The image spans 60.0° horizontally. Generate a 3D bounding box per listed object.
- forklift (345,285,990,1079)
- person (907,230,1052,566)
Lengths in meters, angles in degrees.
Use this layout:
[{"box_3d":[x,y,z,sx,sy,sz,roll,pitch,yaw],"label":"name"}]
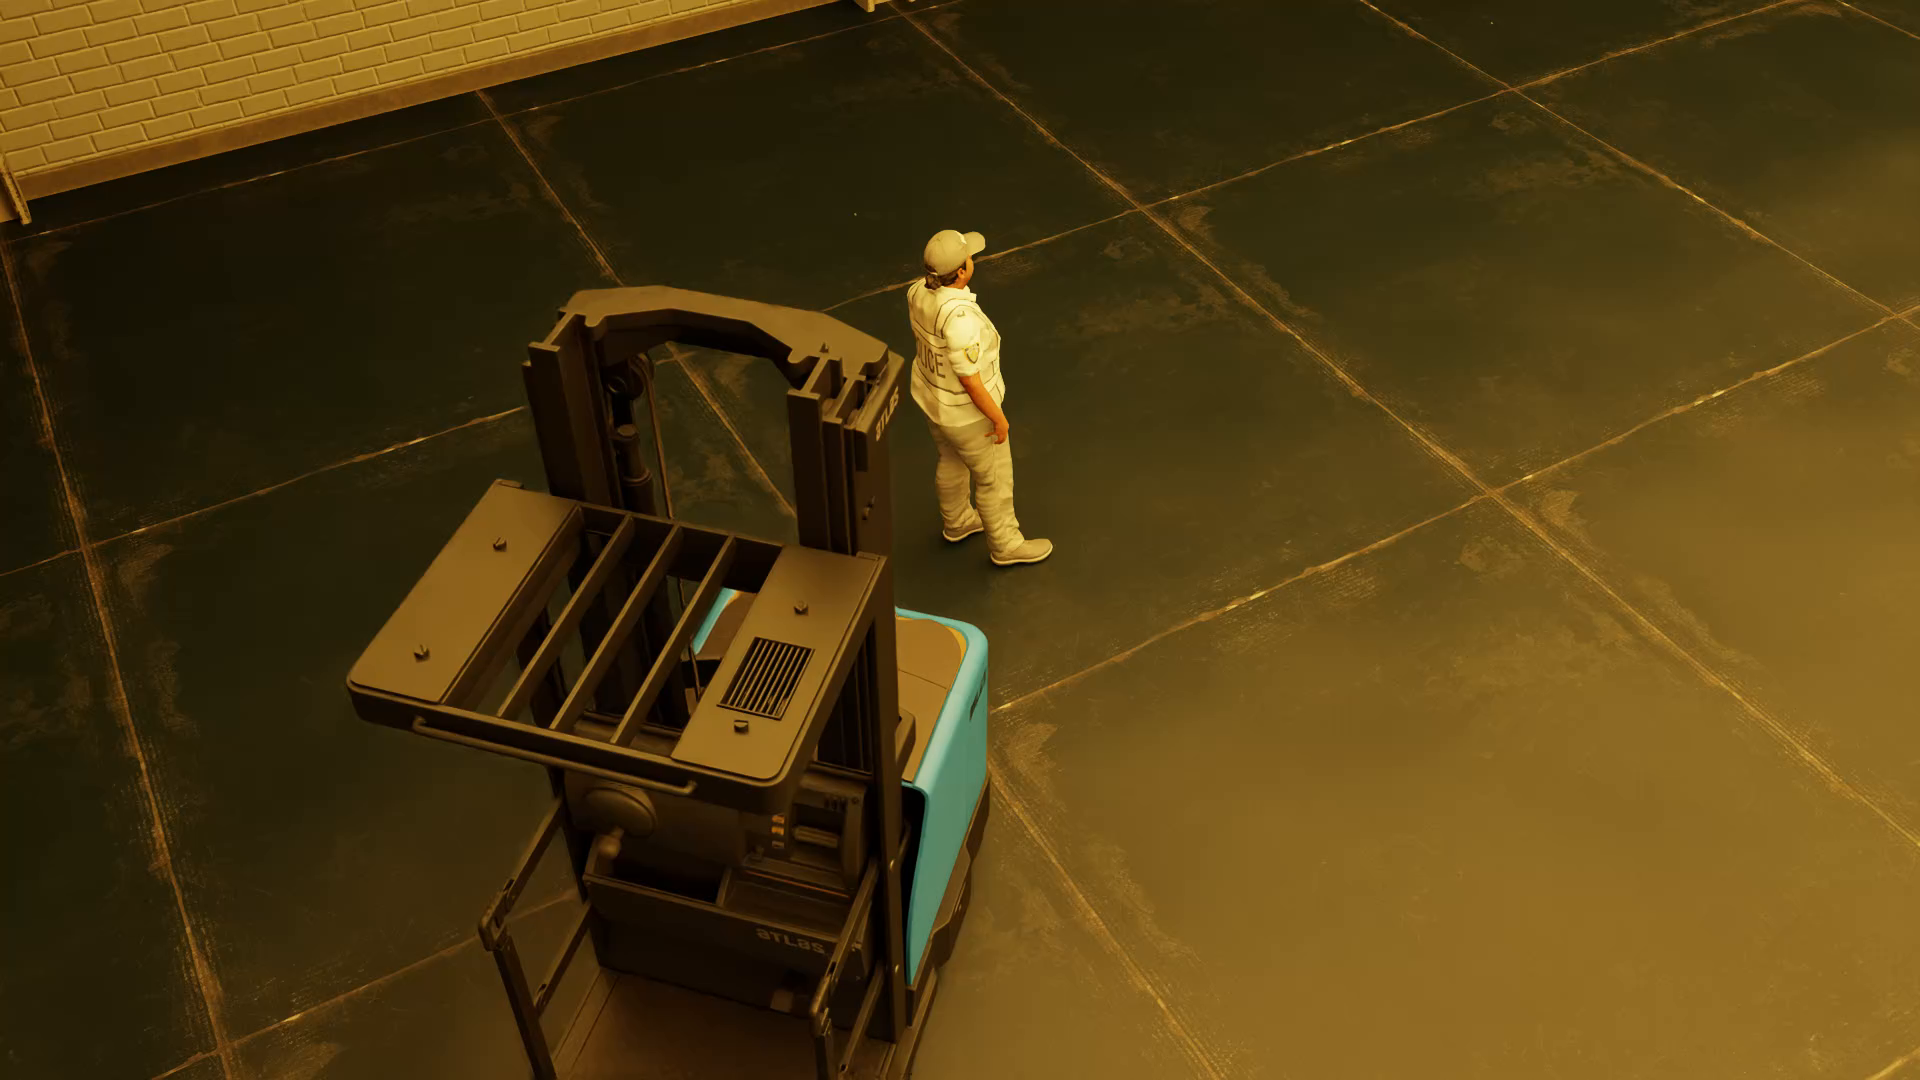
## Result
[{"box_3d":[-0.786,0.891,4.737,1.130,2.935,3.031,11,44,12],"label":"forklift"},{"box_3d":[0.078,-0.629,7.295,0.529,1.670,0.597,-21,47,-21],"label":"person"}]
